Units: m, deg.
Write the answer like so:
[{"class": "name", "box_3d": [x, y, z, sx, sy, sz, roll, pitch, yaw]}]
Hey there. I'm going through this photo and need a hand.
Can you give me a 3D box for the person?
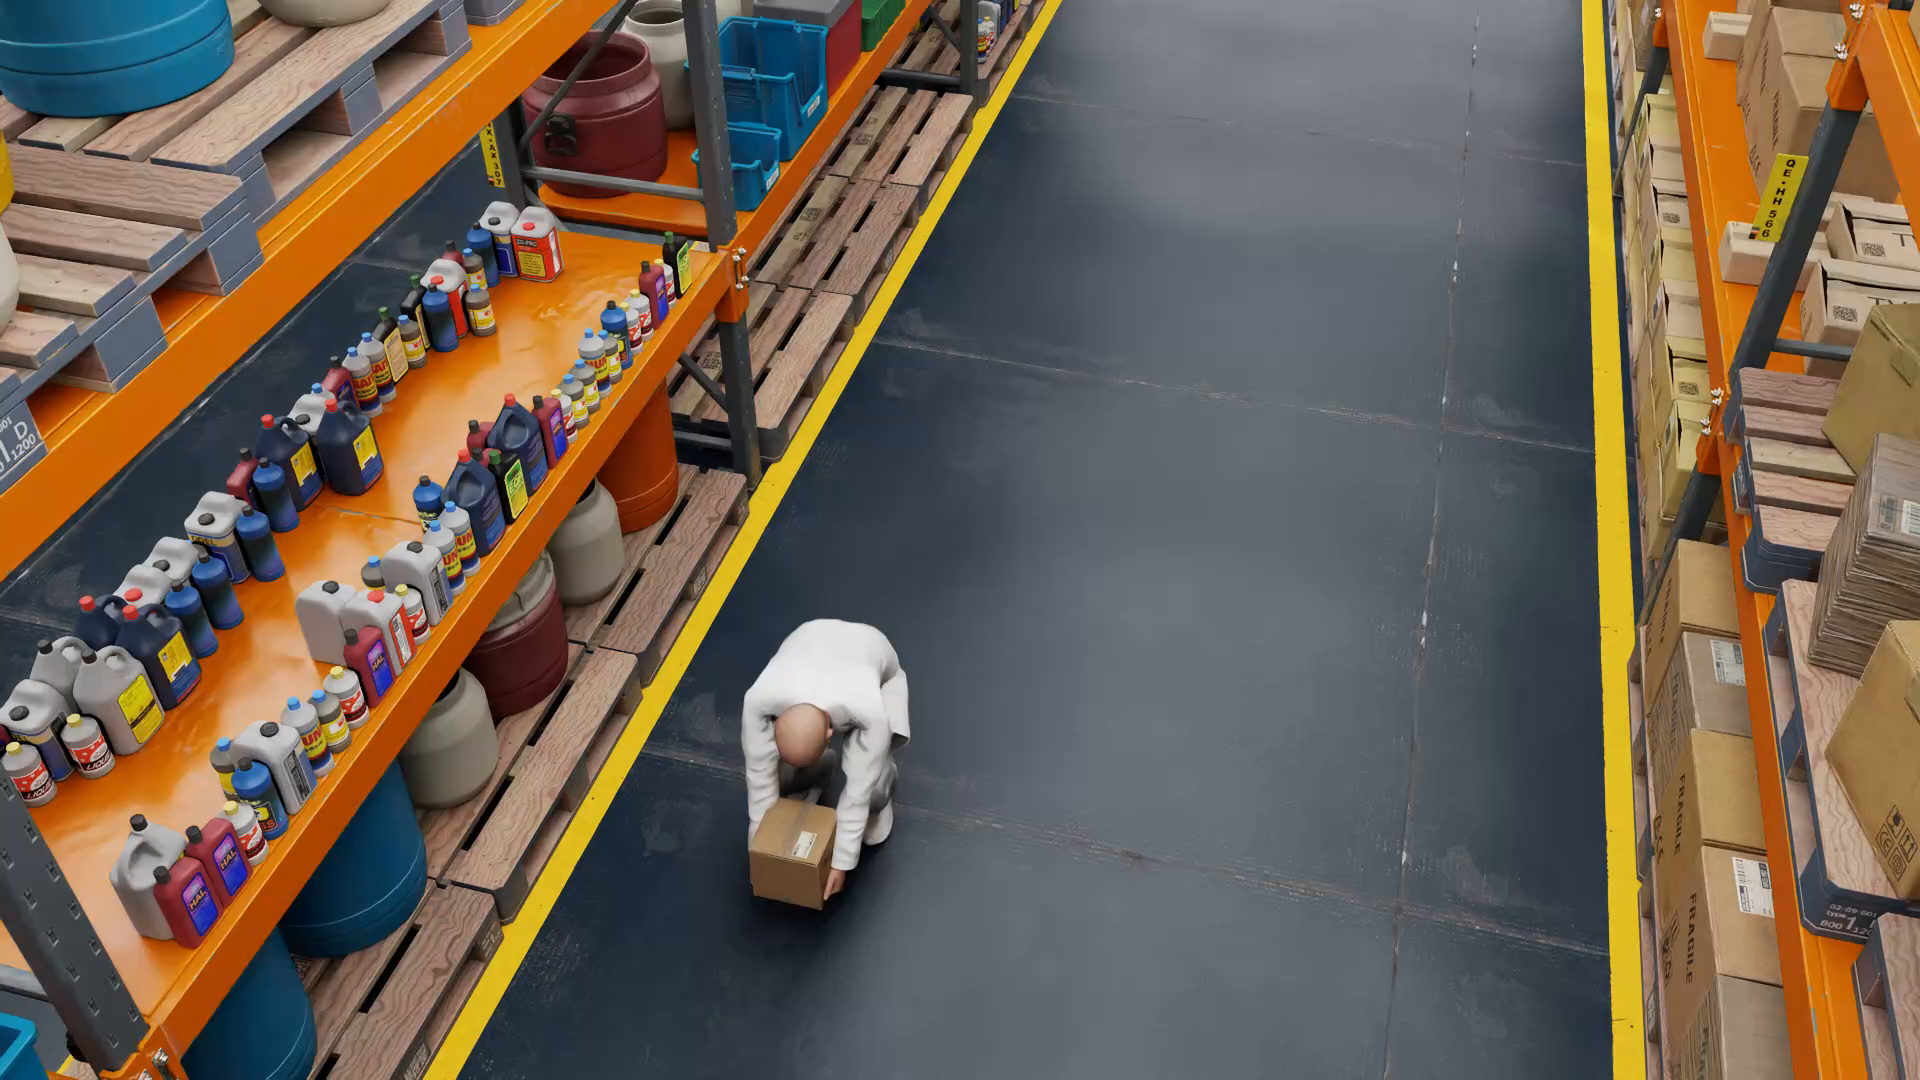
[{"class": "person", "box_3d": [-0.482, 0.725, 5.917, 0.584, 1.005, 0.937, 9, 41, 10]}]
